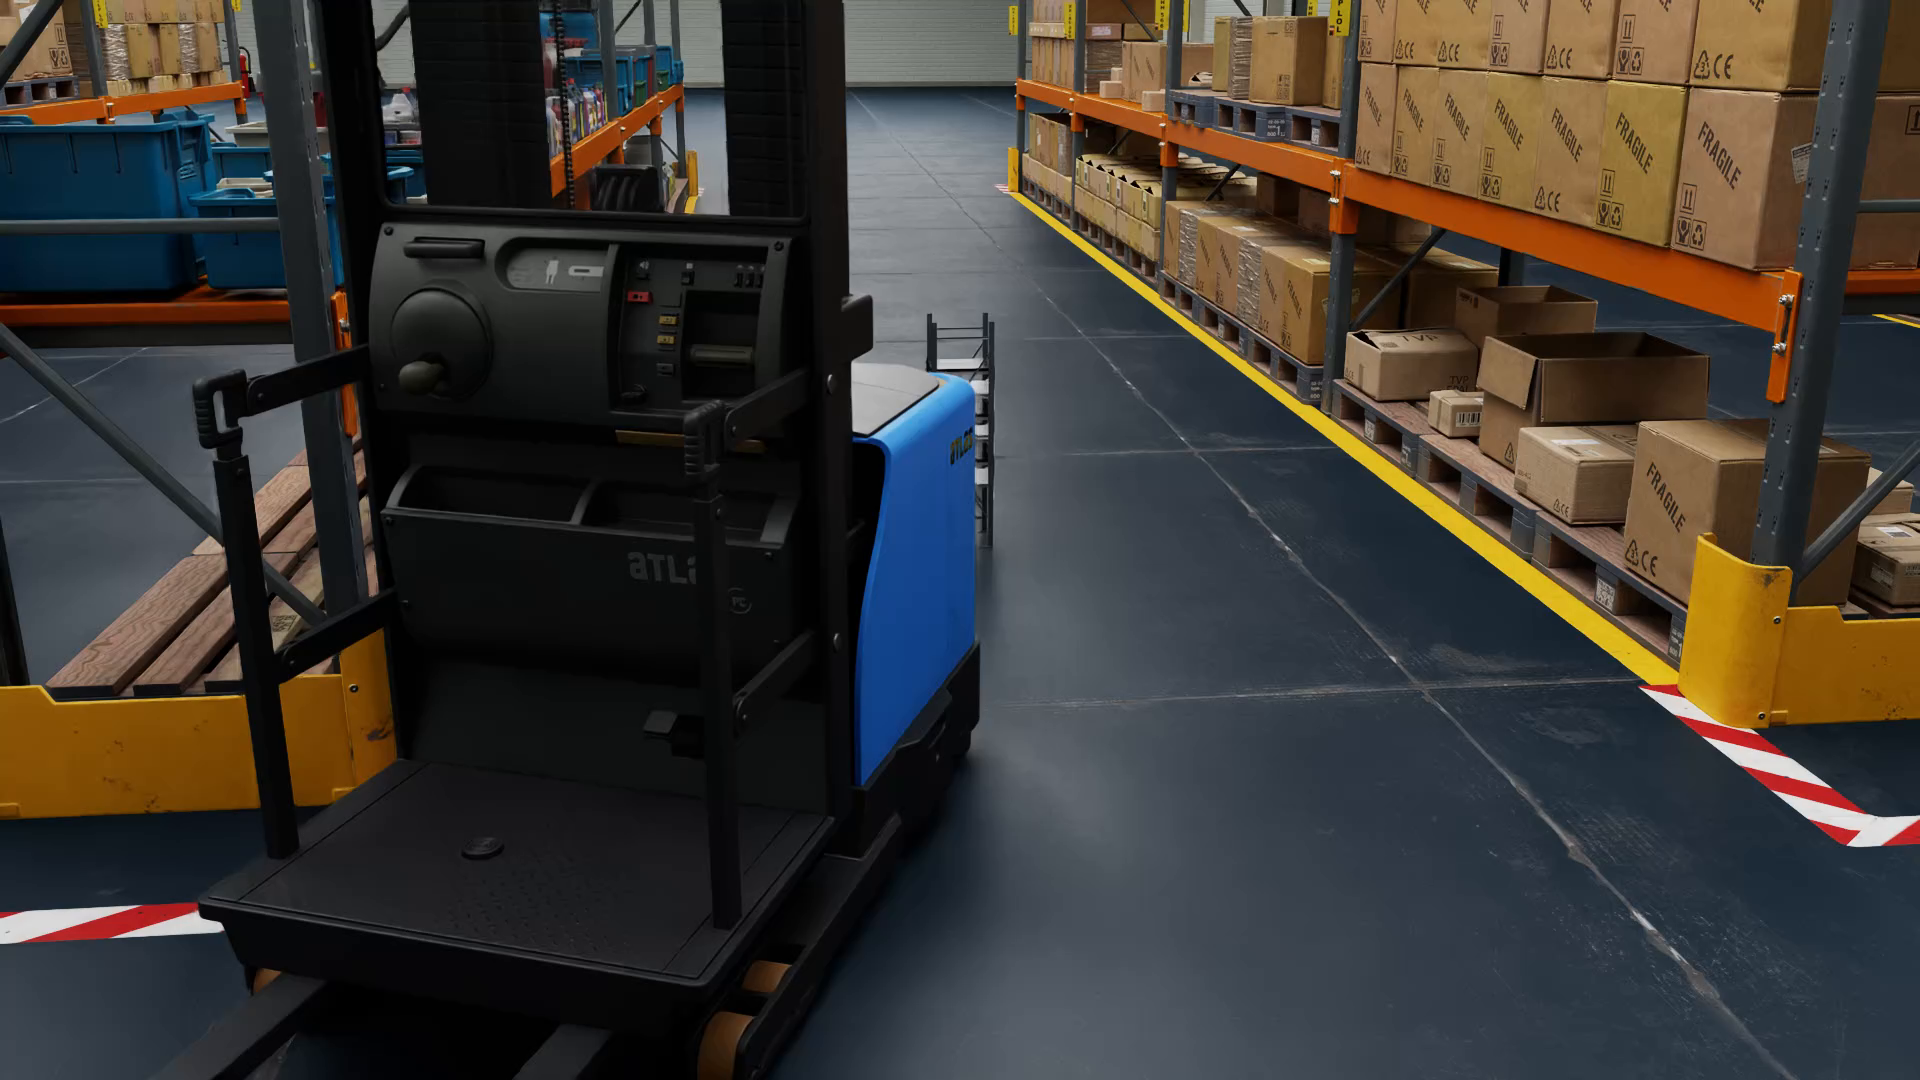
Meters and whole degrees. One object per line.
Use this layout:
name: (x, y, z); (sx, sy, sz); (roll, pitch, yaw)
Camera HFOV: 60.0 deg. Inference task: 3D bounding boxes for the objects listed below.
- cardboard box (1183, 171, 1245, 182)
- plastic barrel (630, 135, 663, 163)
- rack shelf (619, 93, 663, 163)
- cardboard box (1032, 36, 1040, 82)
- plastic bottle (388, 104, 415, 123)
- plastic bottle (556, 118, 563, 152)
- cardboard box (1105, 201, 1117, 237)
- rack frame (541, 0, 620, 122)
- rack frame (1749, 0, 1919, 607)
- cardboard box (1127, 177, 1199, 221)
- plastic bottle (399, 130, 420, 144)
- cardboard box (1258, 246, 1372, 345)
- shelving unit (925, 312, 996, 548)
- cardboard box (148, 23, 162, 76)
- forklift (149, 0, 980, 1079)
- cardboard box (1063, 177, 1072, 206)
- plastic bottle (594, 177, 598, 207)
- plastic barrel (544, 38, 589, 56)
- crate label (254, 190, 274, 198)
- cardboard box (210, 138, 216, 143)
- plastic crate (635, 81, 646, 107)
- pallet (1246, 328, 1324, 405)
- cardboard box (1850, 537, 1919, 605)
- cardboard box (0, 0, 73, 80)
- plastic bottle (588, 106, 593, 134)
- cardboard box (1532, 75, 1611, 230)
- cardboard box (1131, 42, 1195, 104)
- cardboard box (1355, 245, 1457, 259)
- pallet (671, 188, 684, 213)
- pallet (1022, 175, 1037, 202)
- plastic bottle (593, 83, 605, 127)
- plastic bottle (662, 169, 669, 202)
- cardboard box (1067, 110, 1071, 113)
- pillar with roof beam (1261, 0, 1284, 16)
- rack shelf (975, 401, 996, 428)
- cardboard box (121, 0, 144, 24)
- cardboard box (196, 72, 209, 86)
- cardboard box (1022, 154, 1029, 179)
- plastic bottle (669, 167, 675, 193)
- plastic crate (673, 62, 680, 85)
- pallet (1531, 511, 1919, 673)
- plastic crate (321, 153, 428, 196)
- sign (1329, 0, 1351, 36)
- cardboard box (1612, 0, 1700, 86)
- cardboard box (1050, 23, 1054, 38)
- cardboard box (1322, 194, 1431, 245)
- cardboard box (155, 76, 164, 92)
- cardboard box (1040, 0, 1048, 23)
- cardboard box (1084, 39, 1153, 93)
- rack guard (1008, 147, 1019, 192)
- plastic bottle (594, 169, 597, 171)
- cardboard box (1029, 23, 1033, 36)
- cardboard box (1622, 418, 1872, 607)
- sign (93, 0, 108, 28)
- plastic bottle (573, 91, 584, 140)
cardboard box: (2.133, -2.932, 13.961); (0.500, 0.311, 0.500); (-2, 18, -7)
plastic barrel: (-3.600, -4.353, 18.989); (0.421, 0.512, 0.421); (0, 17, 0)
rack shelf: (-3.125, -3.403, 13.710); (1.077, 0.370, 4.000); (-2, 18, -6)
cardboard box: (1.219, -5.594, 19.321); (0.700, 0.500, 0.500); (-2, 18, -6)
plastic bottle: (-2.906, -2.116, 8.615); (0.152, 0.276, 0.135); (-2, 18, -6)
plastic bottle: (-2.218, -2.216, 9.059); (0.097, 0.201, 0.097); (0, 17, 0)
cardboard box: (1.550, -2.797, 14.466); (0.500, 0.250, 0.500); (-1, 17, -5)
rack frame: (-2.919, -3.150, 11.704); (1.000, 3.000, 0.127); (-2, 18, -6)
rack frame: (2.833, -0.919, 4.596); (1.000, 3.000, 0.127); (-2, 18, -6)
cardboard box: (1.649, -2.761, 13.418); (0.500, 0.311, 0.500); (-2, 18, -6)
plastic bottle: (-2.747, -1.981, 8.310); (0.097, 0.201, 0.097); (0, 17, 0)
cardboard box: (2.042, -1.414, 9.610); (0.500, 0.500, 0.500); (-2, 18, -5)
shelving unit: (0.001, -0.427, 6.535); (0.258, 0.900, 0.210); (-2, 18, -6)
cardboard box: (-8.411, -4.811, 16.329); (0.875, 0.500, 0.500); (-2, 18, -6)
forklift: (-0.843, -0.445, 3.202); (1.130, 2.935, 3.031); (5, 18, 15)
cardboard box: (1.330, -3.514, 16.751); (0.500, 0.250, 0.500); (-2, 18, -6)
plastic bottle: (-3.541, -3.476, 16.428); (0.144, 0.351, 0.185); (-2, 18, -6)
plastic barrel: (-3.451, -4.115, 14.550); (0.433, 0.535, 0.433); (0, 17, 0)
crate label: (-2.427, -1.076, 5.437); (0.396, 0.136, 0.243); (-2, 18, -6)
cardboard box: (-8.623, -4.202, 18.526); (0.500, 0.500, 0.500); (1, 17, 5)
plastic crate: (-2.871, -3.731, 13.907); (0.450, 0.188, 0.662); (-2, 18, -6)
pallet: (2.299, -1.021, 9.578); (1.003, 0.211, 1.213); (-2, 18, -6)
cardboard box: (3.132, 0.096, 5.388); (0.380, 0.149, 0.250); (-2, 18, -6)
cardboard box: (-8.316, -4.435, 14.092); (1.000, 1.000, 1.000); (-2, 18, -5)
plastic bottle: (-2.375, -2.671, 10.507); (0.097, 0.201, 0.097); (0, 17, 0)
cardboard box: (2.413, -1.395, 5.945); (0.500, 0.500, 0.500); (-2, 18, -5)
cardboard box: (1.765, -4.006, 14.263); (0.500, 0.500, 0.500); (-2, 18, -6)
cardboard box: (2.547, -1.438, 9.688); (0.500, 0.500, 0.500); (-2, 17, -5)
pallet: (-3.488, -3.577, 17.719); (1.003, 0.211, 1.213); (-2, 18, -6)
pallet: (1.304, -4.129, 19.476); (1.003, 0.211, 1.213); (-2, 18, -6)
plastic bottle: (-2.429, -2.919, 11.160); (0.061, 0.283, 0.133); (-2, 18, -6)
plastic bottle: (-3.022, -3.598, 16.817); (0.144, 0.351, 0.185); (-3, 18, -8)
cardboard box: (1.534, -4.781, 19.537); (0.500, 0.500, 0.500); (-2, 18, -6)
pillar with roof beam: (1.523, -11.963, 29.757); (9.100, 9.000, 0.400); (-2, 18, -6)
rack shelf: (0.001, -0.481, 6.518); (0.258, 0.077, 0.200); (-2, 18, -6)
cardboard box: (-8.105, -5.147, 15.730); (0.500, 0.500, 0.500); (-2, 18, -6)
cardboard box: (-8.323, -4.960, 17.888); (0.380, 0.149, 0.250); (-2, 18, -6)
cardboard box: (1.017, -4.408, 19.598); (0.500, 0.250, 0.500); (-2, 18, -6)
plastic bottle: (-3.120, -3.835, 17.696); (0.152, 0.276, 0.135); (-2, 18, -5)
plastic crate: (-3.334, -5.129, 18.256); (0.499, 0.251, 0.408); (-2, 18, -6)
pallet: (2.742, 0.152, 5.842); (1.003, 0.211, 1.213); (-2, 18, -6)
plastic crate: (-1.928, -1.192, 5.644); (0.416, 0.233, 0.300); (-2, 18, -6)
sign: (1.869, -2.645, 8.160); (0.100, 0.325, 0.005); (-2, 18, -6)
cardboard box: (2.461, -1.718, 5.306); (0.500, 0.500, 0.500); (-1, 17, -4)
cardboard box: (1.167, -5.461, 17.815); (0.380, 0.149, 0.250); (-2, 18, -5)
cardboard box: (2.510, -1.935, 10.020); (0.500, 0.250, 0.500); (-2, 18, -6)
cardboard box: (-8.135, -4.514, 16.468); (0.380, 0.149, 0.250); (-2, 18, -6)
cardboard box: (1.284, -6.041, 18.577); (0.700, 0.500, 0.500); (-2, 18, -7)
cardboard box: (1.544, -4.674, 16.389); (0.700, 0.500, 0.500); (-2, 18, -7)
rack guard: (1.181, -4.500, 20.177); (1.175, 0.500, 0.348); (-2, 18, -6)
plastic bottle: (-3.822, -3.760, 17.467); (0.097, 0.271, 0.097); (0, 17, 0)
cardboard box: (1.009, -5.919, 19.274); (0.380, 0.149, 0.250); (-2, 18, -6)
cardboard box: (2.532, -0.090, 5.396); (0.500, 0.500, 0.500); (-2, 18, -6)
sign: (-7.707, -4.760, 14.897); (0.100, 0.325, 0.005); (-2, 18, -6)
plastic bottle: (-2.302, -2.552, 9.993); (0.061, 0.283, 0.133); (-2, 18, -6)
